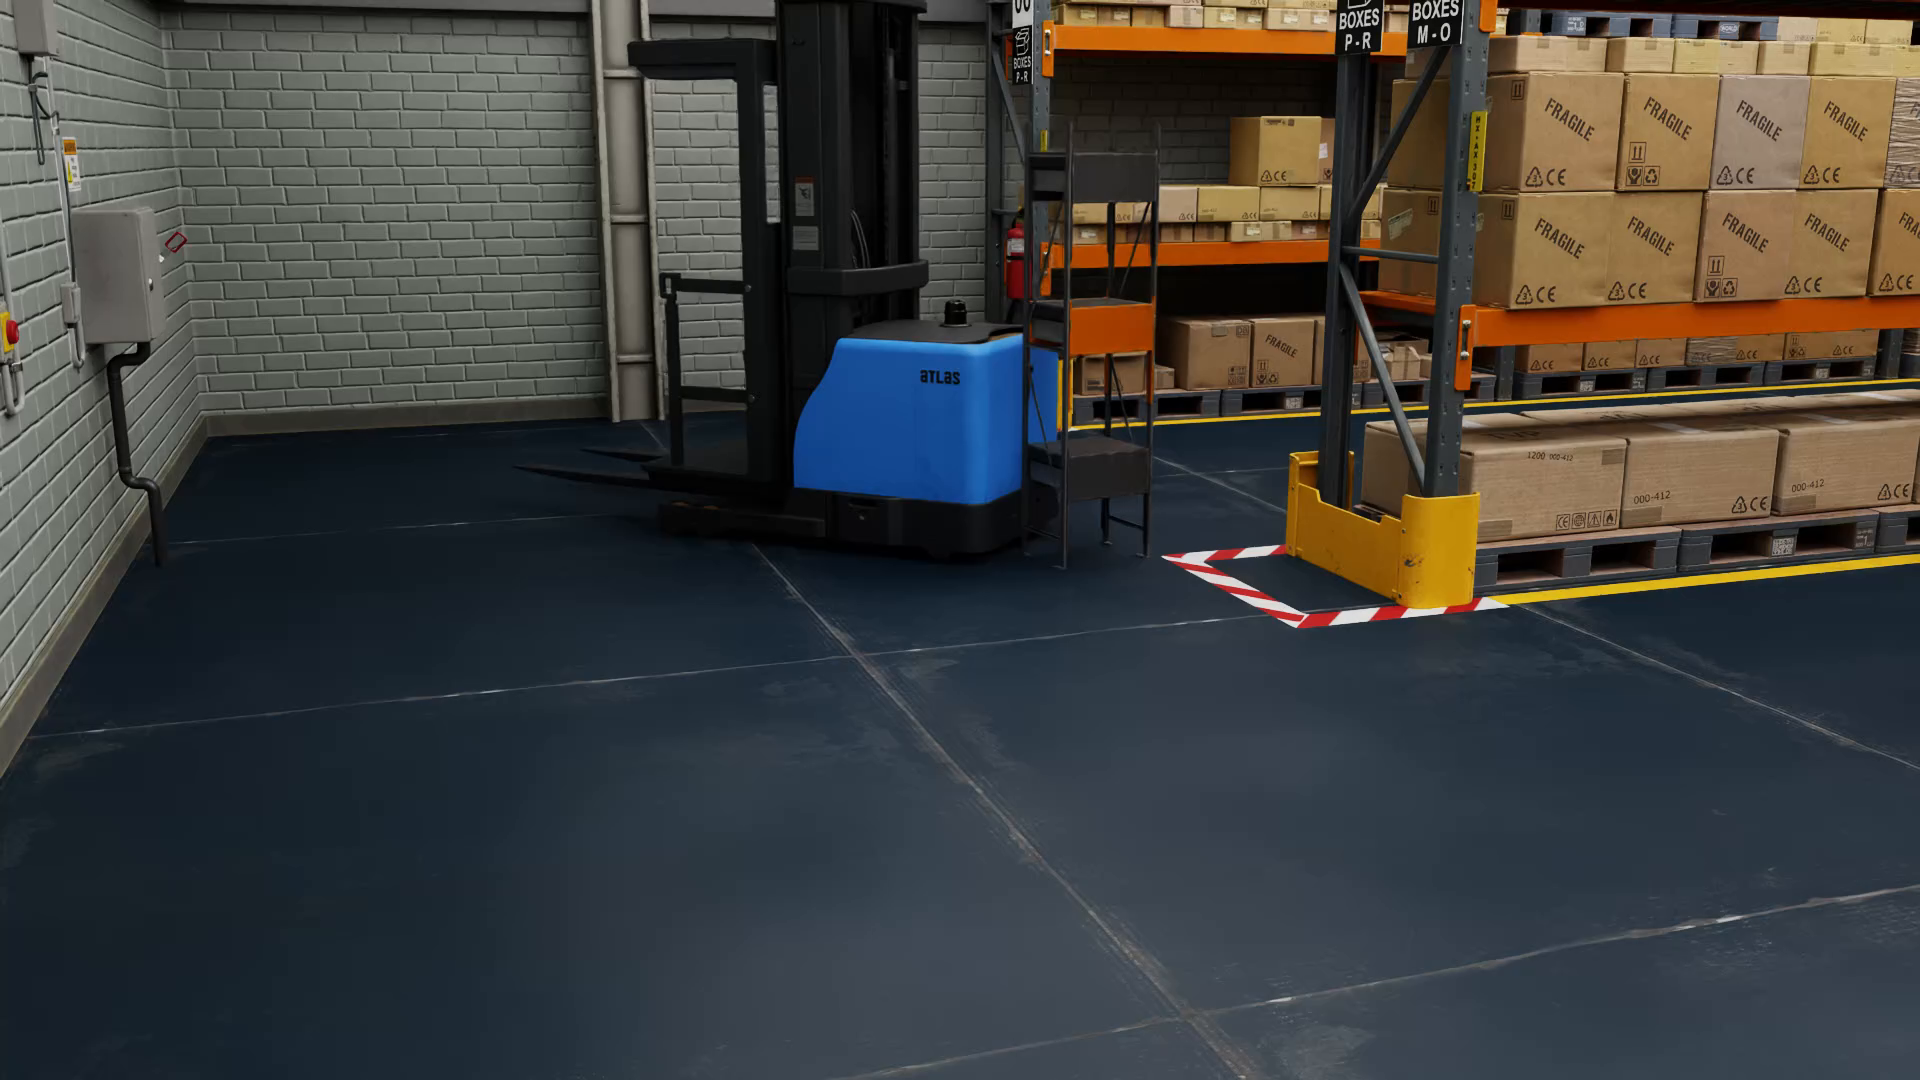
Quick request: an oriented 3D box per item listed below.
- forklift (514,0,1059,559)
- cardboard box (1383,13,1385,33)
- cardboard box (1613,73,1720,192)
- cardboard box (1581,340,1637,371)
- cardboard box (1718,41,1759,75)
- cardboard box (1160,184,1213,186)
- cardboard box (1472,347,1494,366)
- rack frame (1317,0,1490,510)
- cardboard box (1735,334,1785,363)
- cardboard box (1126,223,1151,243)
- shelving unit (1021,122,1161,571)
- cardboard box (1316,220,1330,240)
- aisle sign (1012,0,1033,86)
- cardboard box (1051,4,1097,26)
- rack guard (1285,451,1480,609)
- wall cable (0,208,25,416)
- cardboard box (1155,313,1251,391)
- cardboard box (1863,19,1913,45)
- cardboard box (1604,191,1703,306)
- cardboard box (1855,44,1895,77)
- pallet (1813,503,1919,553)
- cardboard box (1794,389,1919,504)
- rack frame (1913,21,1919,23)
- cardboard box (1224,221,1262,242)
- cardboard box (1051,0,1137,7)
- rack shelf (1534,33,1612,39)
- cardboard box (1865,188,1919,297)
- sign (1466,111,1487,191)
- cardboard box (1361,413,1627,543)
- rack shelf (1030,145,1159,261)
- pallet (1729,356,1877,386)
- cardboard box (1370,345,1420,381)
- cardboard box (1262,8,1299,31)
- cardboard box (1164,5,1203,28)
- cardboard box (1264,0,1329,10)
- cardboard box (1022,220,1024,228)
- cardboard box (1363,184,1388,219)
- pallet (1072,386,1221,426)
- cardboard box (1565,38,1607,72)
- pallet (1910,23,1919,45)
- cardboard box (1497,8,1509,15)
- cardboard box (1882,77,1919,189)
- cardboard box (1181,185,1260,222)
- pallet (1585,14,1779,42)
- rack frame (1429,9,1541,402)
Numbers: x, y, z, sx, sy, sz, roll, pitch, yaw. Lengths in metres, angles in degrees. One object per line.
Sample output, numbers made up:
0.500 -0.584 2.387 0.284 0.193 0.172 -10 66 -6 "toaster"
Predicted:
-1.028 -1.544 8.799 3.031 2.935 1.130 6 15 25 "forklift"
2.964 -3.855 12.428 0.250 0.149 0.380 -4 14 -16 "cardboard box"
3.027 -1.839 7.515 0.500 0.500 0.500 -5 14 -20 "cardboard box"
5.230 -1.691 13.764 0.500 0.500 0.500 -5 14 -19 "cardboard box"
3.403 -2.191 7.592 0.250 0.149 0.380 -4 14 -18 "cardboard box"
1.718 -2.617 12.844 0.500 0.250 0.500 -4 14 -16 "cardboard box"
4.569 -1.764 14.072 0.500 0.500 0.500 -5 14 -18 "cardboard box"
1.994 -1.291 7.589 0.127 3.000 1.000 -4 14 -18 "rack frame"
6.684 -1.806 14.248 0.500 0.500 0.500 -4 14 -16 "cardboard box"
1.271 -2.277 12.278 0.250 0.149 0.380 -5 14 -19 "cardboard box"
0.622 -0.938 8.050 0.503 2.100 0.431 -7 15 -28 "shelving unit"
2.727 -2.392 12.761 0.250 0.149 0.380 -4 14 -17 "cardboard box"
0.436 -3.575 11.572 0.004 0.787 0.394 -4 14 -18 "aisle sign"
0.783 -3.689 11.731 0.250 0.149 0.380 -4 14 -17 "cardboard box"
1.971 -0.073 7.871 0.348 0.500 1.175 -4 14 -18 "rack guard"
-3.343 -1.380 5.697 0.123 1.953 0.585 -4 14 -18 "wall cable"
1.840 -1.447 12.737 0.500 0.500 0.700 -4 14 -16 "cardboard box"
7.580 -4.265 13.934 0.500 0.250 0.500 -5 14 -20 "cardboard box"
3.011 -1.356 7.645 0.500 0.500 0.500 -5 14 -19 "cardboard box"
4.135 -2.243 7.811 0.250 0.149 0.380 -4 14 -18 "cardboard box"
5.039 -0.191 8.989 1.213 0.211 1.003 -4 14 -18 "pallet"
5.156 -0.522 8.983 0.875 0.438 0.875 -5 14 -19 "cardboard box"
7.989 -5.889 13.953 0.127 3.000 1.000 -4 14 -18 "rack frame"
2.043 -2.306 12.397 0.250 0.149 0.380 -5 14 -20 "cardboard box"
0.915 -3.883 11.686 0.500 0.250 0.500 -5 14 -19 "cardboard box"
6.094 -3.932 13.763 4.000 0.370 1.077 -4 14 -18 "rack shelf"
4.469 -1.465 8.105 0.500 0.500 0.500 -5 14 -19 "cardboard box"
2.165 -1.629 6.966 0.005 0.325 0.100 -4 14 -18 "sign"
2.587 -0.320 8.134 0.875 0.438 0.875 -5 14 -20 "cardboard box"
0.622 -1.606 7.891 0.480 0.518 0.431 -7 15 -28 "rack shelf"
7.270 -1.567 14.773 1.213 0.211 1.003 -4 14 -18 "pallet"
3.426 -1.417 13.119 0.258 0.266 0.396 -4 14 -16 "cardboard box"
2.267 -3.781 12.118 0.250 0.149 0.380 -4 14 -18 "cardboard box"
1.541 -3.725 11.883 0.250 0.149 0.380 -4 14 -17 "cardboard box"
2.362 -4.004 12.192 0.500 0.250 0.500 -5 14 -19 "cardboard box"
0.636 -2.341 12.544 0.250 0.149 0.380 -5 14 -19 "cardboard box"
3.323 -2.615 12.837 0.500 0.250 0.500 -4 14 -18 "cardboard box"
1.235 -1.088 12.760 1.213 0.211 1.003 -4 14 -18 "pallet"
2.644 -2.142 7.389 0.250 0.149 0.380 -4 14 -17 "cardboard box"
8.604 -4.407 14.615 1.003 0.211 1.213 -4 14 -15 "pallet"
3.821 -4.115 12.661 0.500 0.250 0.500 -4 14 -18 "cardboard box"
4.463 -1.951 7.986 0.500 0.500 0.500 -4 14 -17 "cardboard box"
1.880 -2.501 12.357 0.500 0.250 0.500 -5 14 -19 "cardboard box"
5.821 -4.153 13.543 1.003 0.211 1.213 -4 14 -18 "pallet"
4.198 -2.675 13.406 0.127 3.000 1.000 -4 14 -18 "rack frame"
